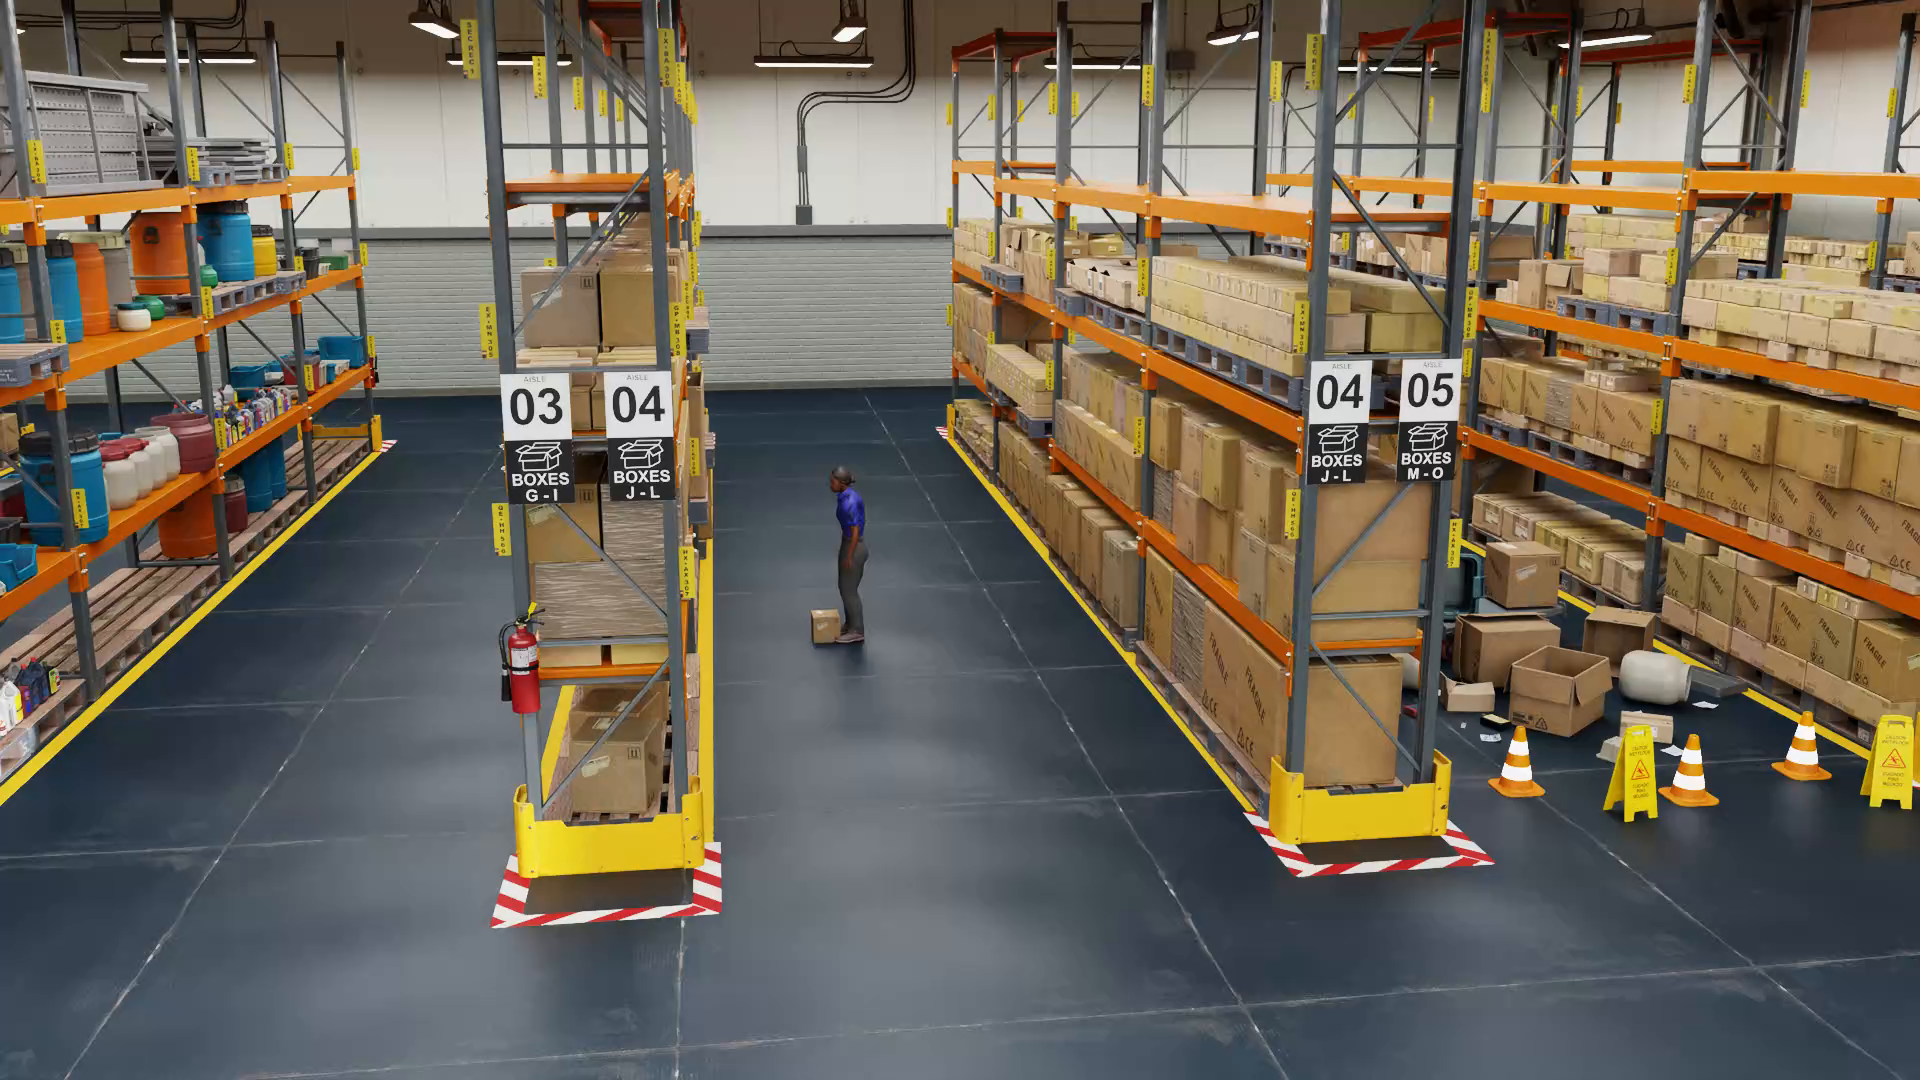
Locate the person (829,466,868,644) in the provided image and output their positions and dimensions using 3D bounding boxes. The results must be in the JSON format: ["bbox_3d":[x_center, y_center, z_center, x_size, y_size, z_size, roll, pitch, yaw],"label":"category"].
[{"bbox_3d":[-1.037,0.117,15.503,0.352,1.654,0.512,-2,13,-9],"label":"person"}]
